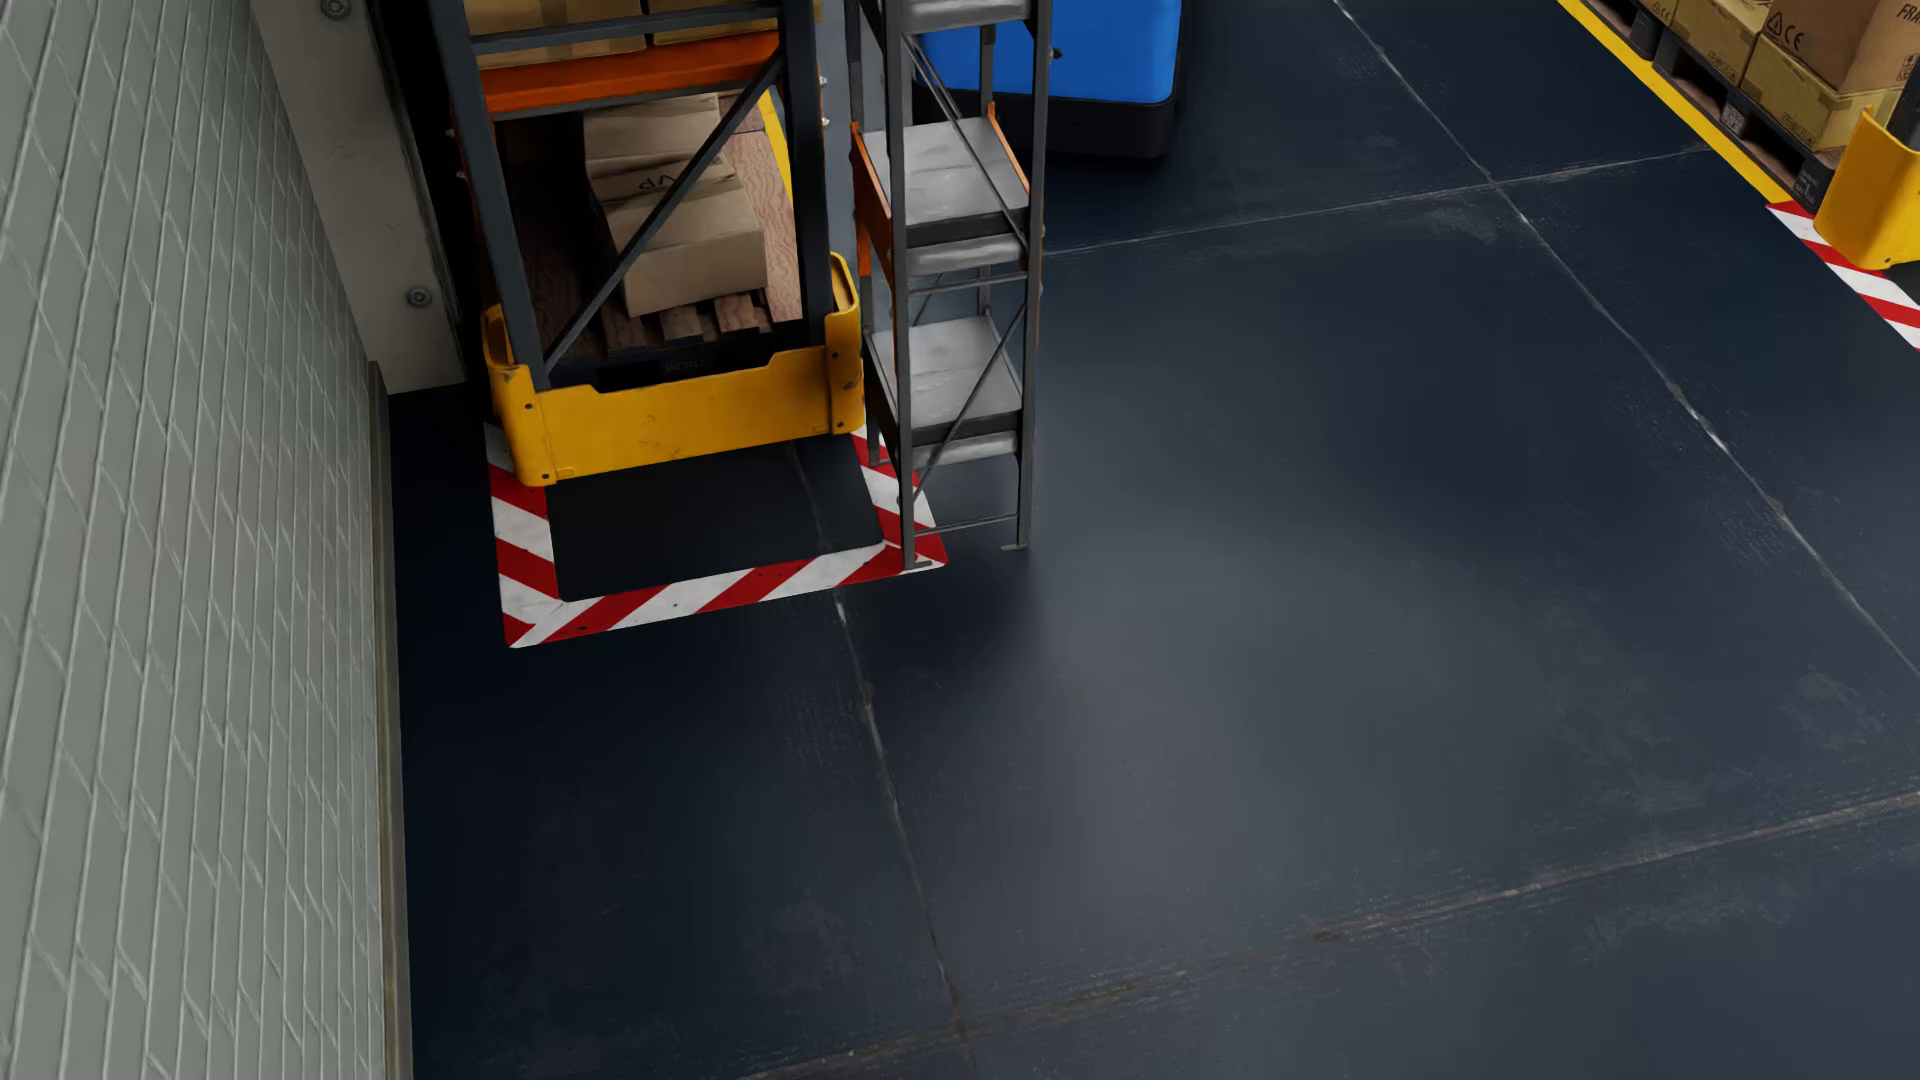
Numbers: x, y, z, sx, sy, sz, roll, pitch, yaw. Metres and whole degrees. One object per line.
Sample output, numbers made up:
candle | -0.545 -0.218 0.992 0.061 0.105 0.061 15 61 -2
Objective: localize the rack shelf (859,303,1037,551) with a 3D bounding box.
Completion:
rack shelf | -0.042 -0.350 5.122 0.431 0.518 0.480 -11 47 -10

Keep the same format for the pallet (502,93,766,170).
pallet | -1.400 -1.870 6.935 1.003 0.211 1.213 -11 47 -10

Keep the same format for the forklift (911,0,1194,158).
forklift | 0.532 -3.613 6.739 1.130 2.935 3.031 6 46 6

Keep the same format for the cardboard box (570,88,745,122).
cardboard box | -1.274 -2.068 6.618 0.700 0.500 0.500 -13 47 -13

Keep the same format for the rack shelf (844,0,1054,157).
rack shelf | -0.042 -1.330 4.122 0.431 0.518 0.480 -11 47 -10

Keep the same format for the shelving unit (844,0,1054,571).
shelving unit | -0.042 -0.849 4.612 0.431 2.100 0.503 -11 47 -10

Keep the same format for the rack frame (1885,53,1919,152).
rack frame | 3.890 -2.294 5.397 1.000 3.000 0.127 -11 47 -10

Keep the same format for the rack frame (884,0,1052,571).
rack frame | 0.020 -0.681 4.447 0.400 2.100 0.015 -11 47 -10

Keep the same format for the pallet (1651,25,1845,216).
pallet | 3.653 -1.838 6.903 1.003 0.211 1.213 -11 47 -10

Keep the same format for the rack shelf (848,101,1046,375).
rack shelf | -0.042 -0.840 4.622 0.431 0.518 0.480 -11 47 -10

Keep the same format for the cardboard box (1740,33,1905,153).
cardboard box | 3.467 -1.794 6.539 0.500 0.250 0.500 -11 47 -10

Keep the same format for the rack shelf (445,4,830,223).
rack shelf | -1.410 -2.514 6.117 1.077 0.370 4.000 -11 47 -10

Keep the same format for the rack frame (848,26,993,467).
rack frame | -0.104 -1.018 4.777 0.400 2.100 0.015 -11 47 -10

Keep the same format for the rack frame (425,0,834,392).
rack frame | -0.898 -1.385 4.507 1.000 3.000 0.127 -11 47 -10

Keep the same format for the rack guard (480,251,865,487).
rack guard | -0.917 -0.563 5.451 1.175 0.500 0.348 -11 47 -10

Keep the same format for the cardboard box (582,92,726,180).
cardboard box | -1.134 -1.486 6.180 0.500 0.311 0.500 -7 46 -7

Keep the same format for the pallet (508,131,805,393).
pallet | -1.091 -1.029 6.111 1.003 0.211 1.213 -11 47 -10

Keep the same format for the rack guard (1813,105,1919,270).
rack guard | 3.896 -1.402 6.274 1.175 0.500 0.348 -11 47 -10

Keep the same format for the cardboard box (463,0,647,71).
cardboard box | -1.205 -1.627 4.835 0.500 0.250 0.500 -10 46 -10

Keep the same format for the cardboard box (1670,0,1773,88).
cardboard box | 3.327 -2.137 6.876 0.500 0.250 0.500 -11 47 -10

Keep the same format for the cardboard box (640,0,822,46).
cardboard box | -0.716 -1.735 4.941 0.500 0.250 0.500 -12 47 -11

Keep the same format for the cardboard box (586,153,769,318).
cardboard box | -0.988 -1.092 5.795 0.500 0.311 0.500 -16 48 -15

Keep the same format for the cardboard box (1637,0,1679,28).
cardboard box | 3.197 -2.482 7.214 0.500 0.250 0.500 -11 47 -10

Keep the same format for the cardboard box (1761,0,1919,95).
cardboard box | 3.465 -2.056 6.271 0.500 0.500 0.500 -11 47 -10

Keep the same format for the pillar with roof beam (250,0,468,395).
pillar with roof beam | 2.248 -4.597 3.455 9.100 9.000 0.400 -11 47 -10

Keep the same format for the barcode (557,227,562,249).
barcode | -1.379 -1.035 5.732 0.001 0.075 0.075 -11 47 -10

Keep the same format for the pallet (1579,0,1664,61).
pallet | 3.345 -2.679 7.727 1.003 0.211 1.213 -11 47 -10
